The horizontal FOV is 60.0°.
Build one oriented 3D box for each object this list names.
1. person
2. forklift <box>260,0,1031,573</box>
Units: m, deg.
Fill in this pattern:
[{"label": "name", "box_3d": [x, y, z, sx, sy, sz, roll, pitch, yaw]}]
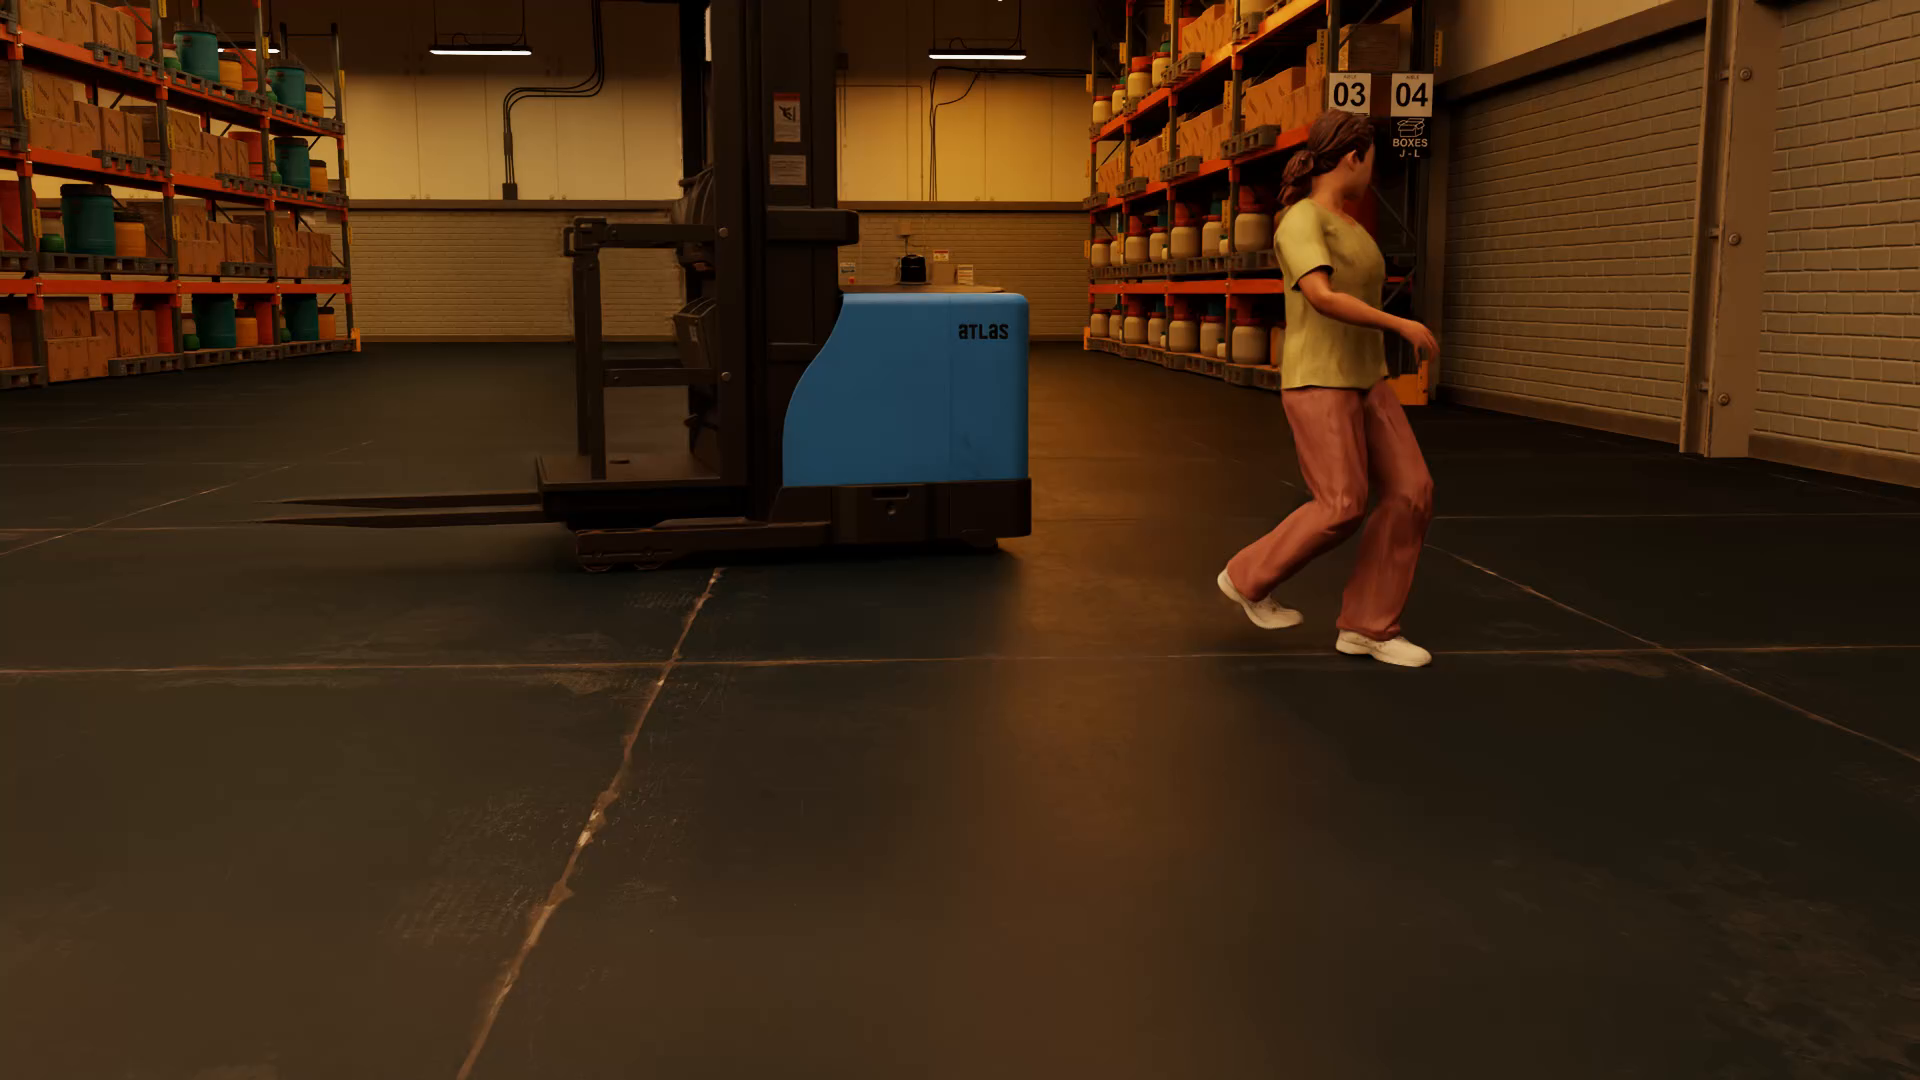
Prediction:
[{"label": "person", "box_3d": [1.141, -0.457, 4.951, 0.572, 1.612, 0.662, -8, 11, -42]}, {"label": "forklift", "box_3d": [-1.277, -1.409, 6.820, 3.031, 2.935, 1.130, -2, 9, -15]}]
